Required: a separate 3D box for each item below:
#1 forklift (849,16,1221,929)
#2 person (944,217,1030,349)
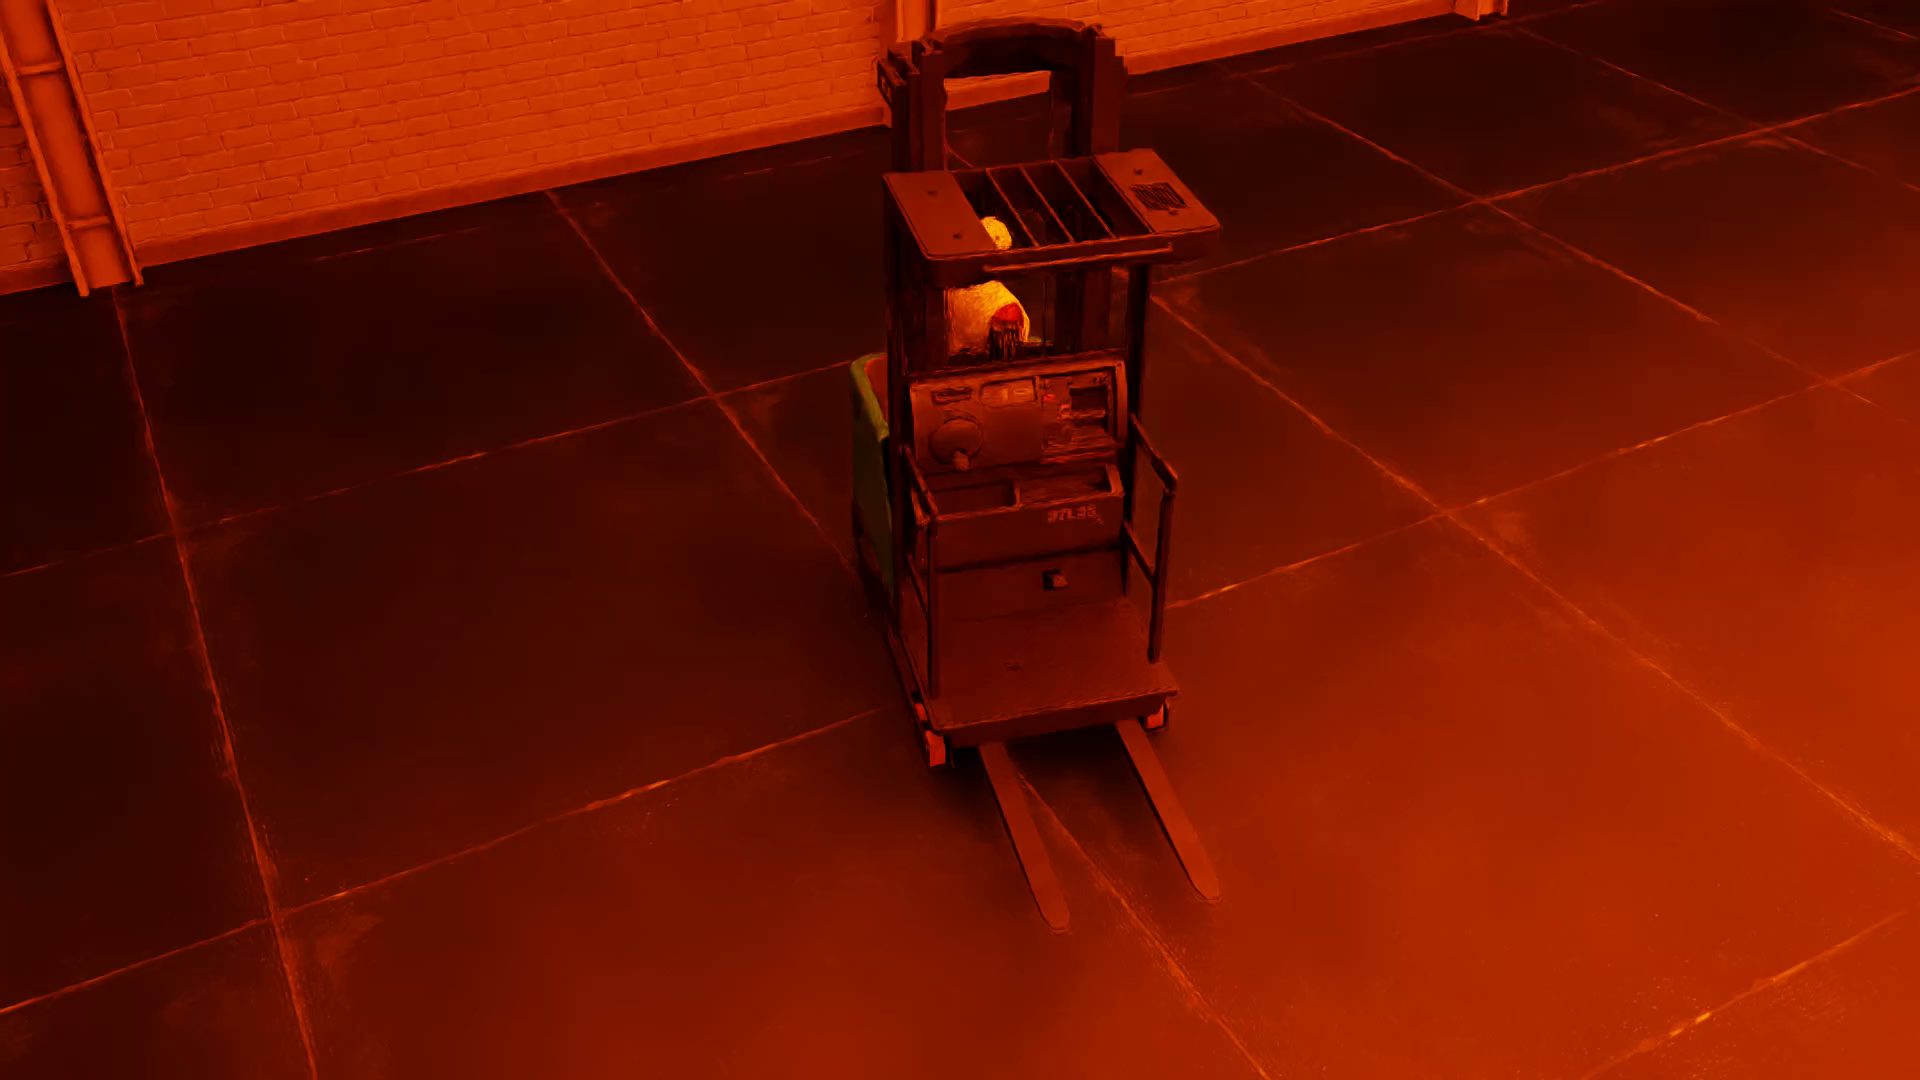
[{"bbox_3d":[0.303,-0.457,6.769,1.130,2.935,3.031,-8,36,-11],"label":"forklift"},{"bbox_3d":[0.185,-0.794,8.305,0.776,1.744,0.743,-26,43,-32],"label":"person"}]
